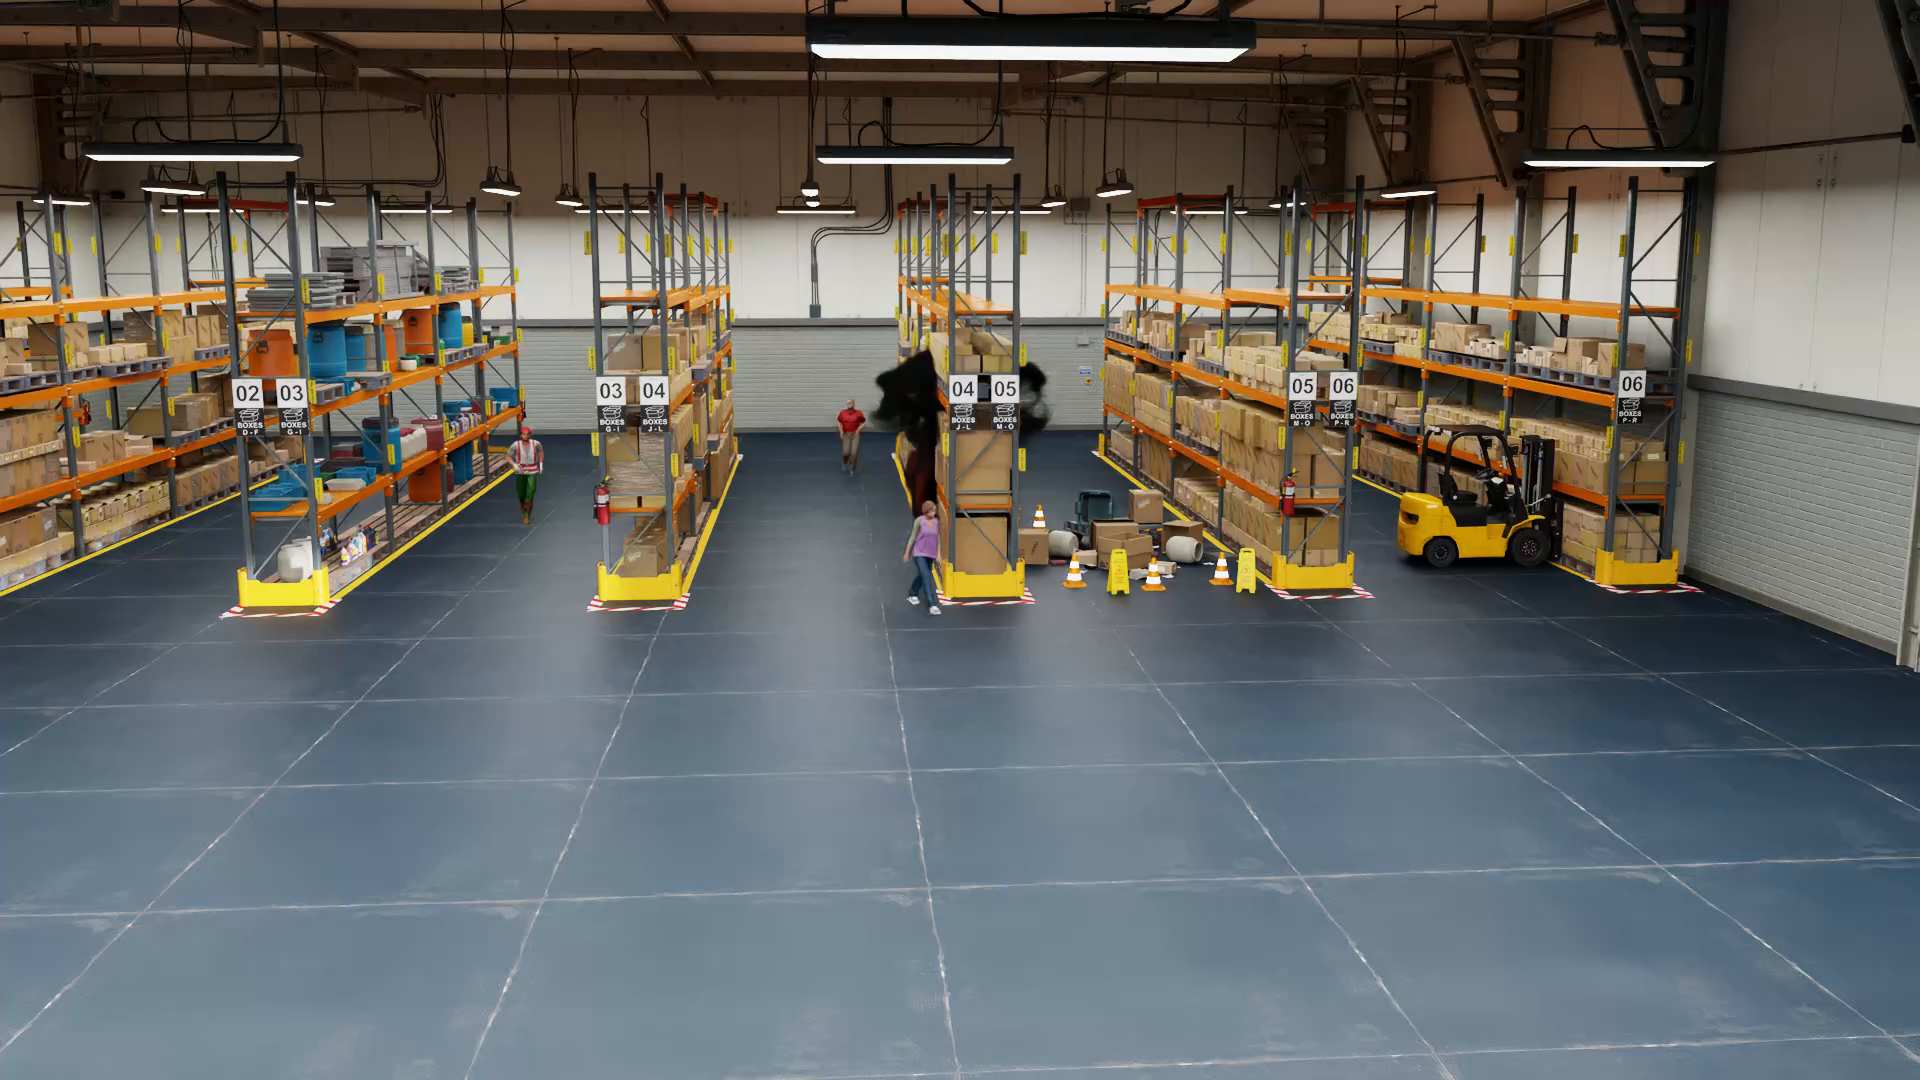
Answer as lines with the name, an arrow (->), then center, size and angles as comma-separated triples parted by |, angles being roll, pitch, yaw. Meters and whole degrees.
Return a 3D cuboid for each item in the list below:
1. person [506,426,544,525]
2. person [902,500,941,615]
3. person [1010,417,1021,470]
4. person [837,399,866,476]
person -> -7.966, -1.216, 30.522 | 0.683, 1.772, 0.969 | -4, 11, -19
person -> -0.472, 0.203, 22.998 | 0.488, 1.516, 1.006 | -8, 13, -37
person -> 1.098, -2.337, 37.462 | 0.557, 1.604, 0.729 | -1, 10, -3
person -> -2.392, -2.262, 36.681 | 0.649, 1.697, 0.629 | 0, 10, -1
